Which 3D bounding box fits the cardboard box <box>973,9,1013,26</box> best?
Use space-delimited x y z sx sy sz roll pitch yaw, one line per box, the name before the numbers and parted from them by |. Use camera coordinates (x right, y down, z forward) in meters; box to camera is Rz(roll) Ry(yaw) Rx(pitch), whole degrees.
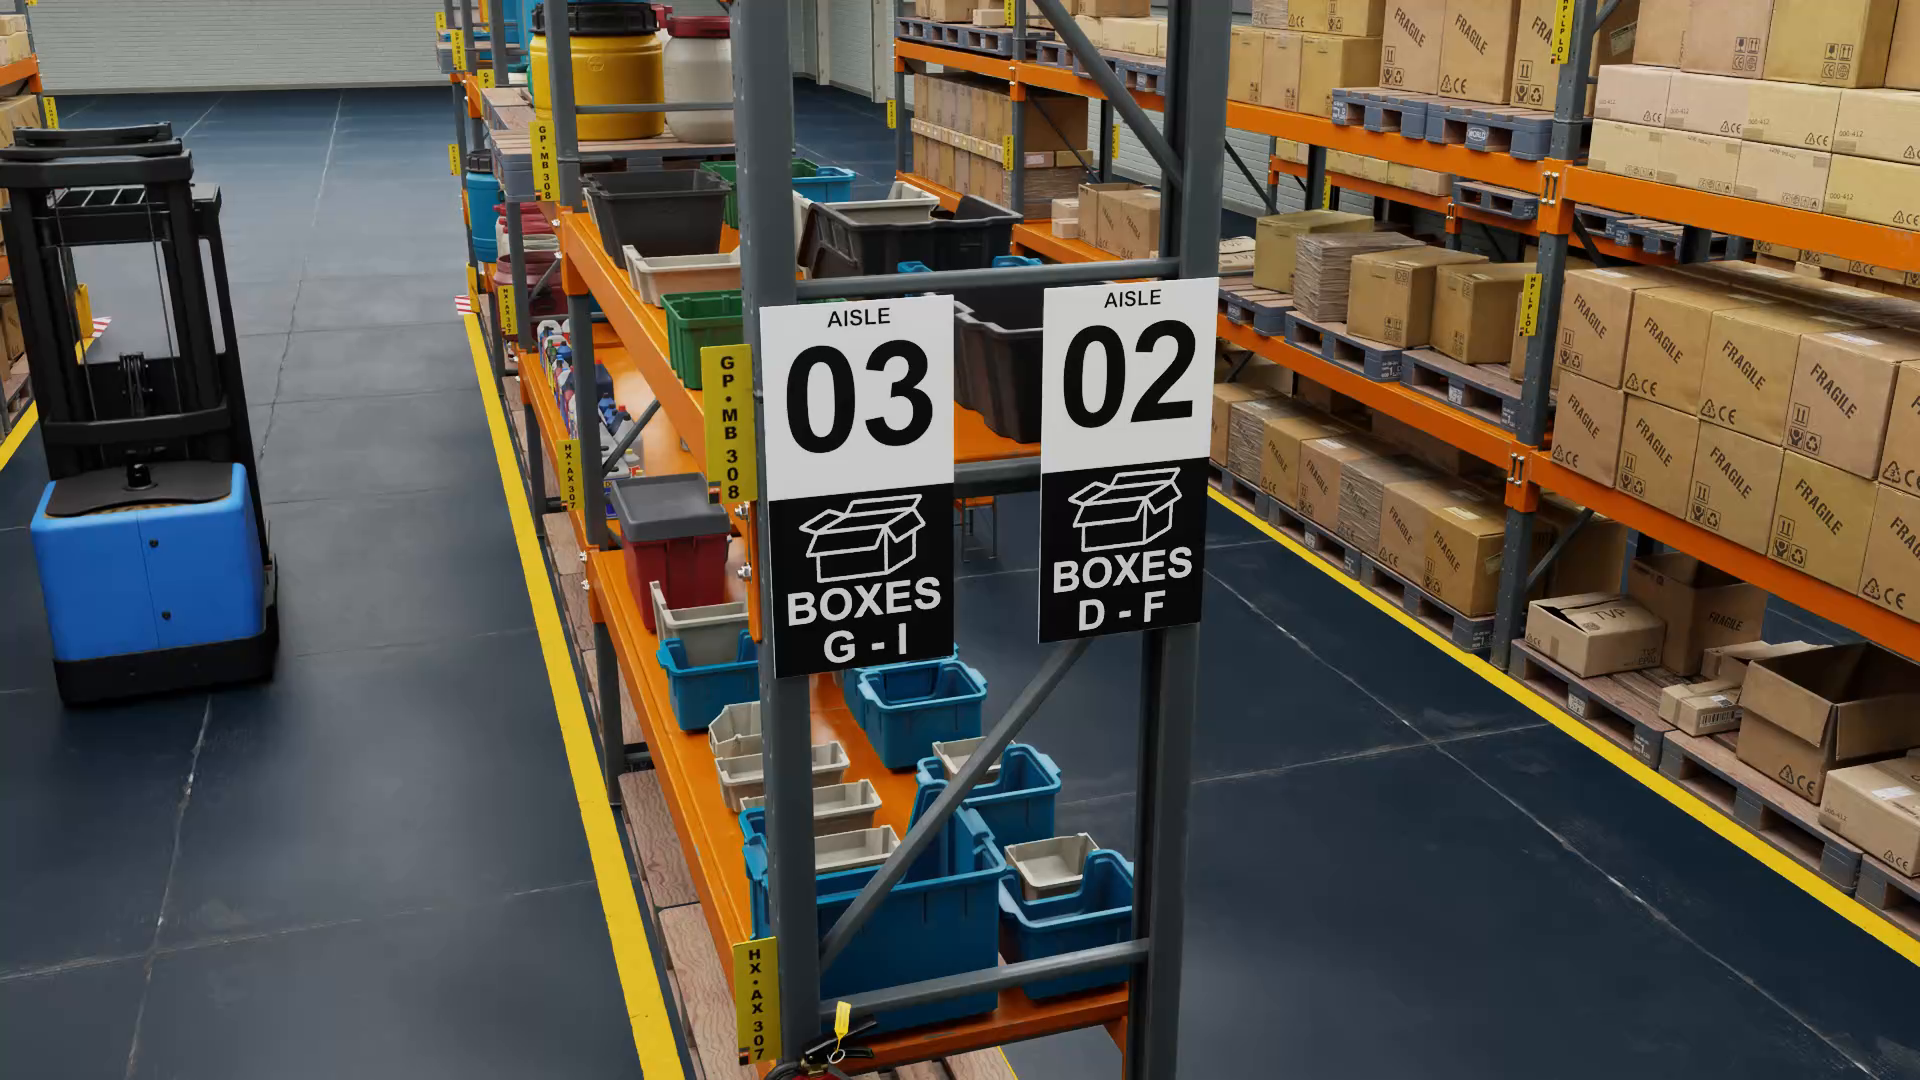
cardboard box | 0.348 -5.222 16.624 0.380 0.149 0.250 -6 21 -17

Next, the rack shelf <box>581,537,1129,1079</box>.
rack shelf | -0.574 0.766 5.912 1.077 0.370 4.000 -6 21 -17

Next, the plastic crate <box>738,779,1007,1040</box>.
plastic crate | -0.228 0.936 4.231 0.616 0.435 0.499 -6 21 -17

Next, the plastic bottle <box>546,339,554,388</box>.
plastic bottle | -2.486 -1.074 10.142 0.061 0.283 0.133 -6 21 -17

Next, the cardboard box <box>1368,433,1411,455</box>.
cardboard box | 3.094 -0.445 11.265 0.500 0.500 0.500 -7 21 -19

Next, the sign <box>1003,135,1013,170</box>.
sign | 0.460 -3.692 15.861 0.100 0.325 0.005 -6 21 -17

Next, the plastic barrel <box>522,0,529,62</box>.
plastic barrel | -3.145 -4.080 13.158 0.600 0.901 0.600 0 20 0

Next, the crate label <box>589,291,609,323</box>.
crate label | -2.515 -1.863 12.112 0.502 0.435 0.616 -6 21 -17

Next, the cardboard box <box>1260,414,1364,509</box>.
cardboard box | 2.438 -0.549 11.554 0.500 0.500 0.500 -7 21 -18

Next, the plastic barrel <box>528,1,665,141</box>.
plastic barrel | -1.682 -2.184 7.723 0.600 0.588 0.600 0 20 0

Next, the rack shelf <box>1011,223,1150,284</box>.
rack shelf | 1.615 -2.327 14.521 1.077 0.370 4.000 -6 21 -17

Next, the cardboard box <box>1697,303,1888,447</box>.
cardboard box | 3.706 -0.746 7.429 0.500 0.500 0.500 -7 21 -19

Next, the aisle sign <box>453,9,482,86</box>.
aisle sign | -5.275 -5.281 17.836 0.394 0.787 0.004 -6 21 -17

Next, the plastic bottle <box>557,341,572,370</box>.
plastic bottle | -2.417 -1.082 10.183 0.097 0.271 0.097 0 20 0

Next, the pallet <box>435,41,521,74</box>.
pallet | -4.036 -4.326 14.865 1.213 0.211 1.003 -6 21 -17

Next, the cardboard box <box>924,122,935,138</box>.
cardboard box | -0.189 -4.630 18.761 0.380 0.149 0.250 -6 21 -17

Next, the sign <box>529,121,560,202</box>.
sign | -1.725 -1.573 6.907 0.100 0.325 0.005 -6 21 -17

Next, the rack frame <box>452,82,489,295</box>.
rack frame | -4.974 -4.066 18.298 1.000 3.000 0.127 -6 21 -17

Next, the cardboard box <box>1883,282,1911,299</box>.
cardboard box | 7.260 -1.902 12.616 0.380 0.149 0.250 -6 21 -16

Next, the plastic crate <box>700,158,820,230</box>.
plastic crate | -0.782 -1.423 6.817 0.450 0.188 0.662 -6 21 -17

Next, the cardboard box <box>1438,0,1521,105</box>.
cardboard box | 3.181 -2.825 9.489 0.600 0.600 0.600 -7 21 -18

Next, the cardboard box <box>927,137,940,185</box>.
cardboard box | 0.034 -4.319 18.855 0.700 0.500 0.500 -6 21 -16

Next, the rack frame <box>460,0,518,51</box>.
rack frame | -3.717 -5.605 13.710 1.000 3.000 0.127 -6 21 -17

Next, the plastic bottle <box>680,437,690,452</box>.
plastic bottle | -1.422 -0.626 8.907 0.152 0.276 0.135 -6 21 -17

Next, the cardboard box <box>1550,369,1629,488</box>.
cardboard box | 3.403 -0.594 8.486 0.500 0.500 0.500 -6 21 -16

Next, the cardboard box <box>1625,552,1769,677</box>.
cardboard box | 3.950 0.382 8.962 0.500 0.500 0.500 -6 21 -17

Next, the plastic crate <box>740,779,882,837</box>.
plastic crate | -0.451 0.828 4.976 0.396 0.136 0.243 -6 21 -17

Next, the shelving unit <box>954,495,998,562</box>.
shelving unit | 0.052 -0.512 11.066 0.258 1.200 0.503 -6 21 -17

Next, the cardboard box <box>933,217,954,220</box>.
cardboard box | 0.015 -3.332 18.593 0.500 0.500 0.500 -6 21 -17

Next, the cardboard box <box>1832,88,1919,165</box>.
cardboard box | 3.881 -1.651 6.622 0.500 0.250 0.500 -6 21 -17

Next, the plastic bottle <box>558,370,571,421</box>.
plastic bottle | -2.194 -0.822 9.450 0.152 0.276 0.135 -6 21 -17

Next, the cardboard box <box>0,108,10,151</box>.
cardboard box | -8.802 -3.565 14.837 0.500 0.500 0.500 -6 21 -17

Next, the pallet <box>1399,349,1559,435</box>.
pallet | 3.354 -0.918 9.818 1.003 0.211 1.213 -6 21 -17

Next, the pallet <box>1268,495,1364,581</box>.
pallet | 2.822 -0.077 11.318 1.003 0.211 1.213 -6 21 -17

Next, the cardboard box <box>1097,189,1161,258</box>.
cardboard box | 1.536 -2.776 14.560 0.500 0.500 0.500 -6 21 -17

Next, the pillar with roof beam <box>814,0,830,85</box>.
pillar with roof beam | -8.044 -16.979 45.375 9.100 9.000 0.400 -6 21 -17

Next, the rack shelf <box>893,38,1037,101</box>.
rack shelf | 0.358 -5.022 17.588 1.077 0.370 4.000 -6 21 -17

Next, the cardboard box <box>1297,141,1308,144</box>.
cardboard box | 4.442 -5.065 20.164 0.500 0.500 0.500 -6 21 -17

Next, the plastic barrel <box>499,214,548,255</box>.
plastic barrel | -3.394 -2.280 13.126 0.433 0.535 0.433 0 20 0

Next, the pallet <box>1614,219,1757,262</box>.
pallet | 6.620 -2.678 14.719 1.213 0.211 1.003 -6 21 -17

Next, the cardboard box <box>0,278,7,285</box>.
cardboard box | -9.496 -2.358 16.622 0.500 0.500 0.500 -3 20 -7

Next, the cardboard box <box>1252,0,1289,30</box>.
cardboard box | 2.375 -3.812 11.528 0.500 0.500 0.500 -6 21 -17

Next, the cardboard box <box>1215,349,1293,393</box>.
cardboard box | 2.358 -1.390 13.467 0.500 0.311 0.500 -6 21 -15

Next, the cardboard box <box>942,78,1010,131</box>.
cardboard box | 0.210 -4.750 18.137 0.700 0.500 0.500 -6 21 -17

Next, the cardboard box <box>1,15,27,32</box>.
cardboard box | -9.292 -5.012 16.128 0.380 0.149 0.250 -6 21 -17

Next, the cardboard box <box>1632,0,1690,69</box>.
cardboard box | 3.690 -2.517 7.923 0.700 0.500 0.500 -6 21 -17

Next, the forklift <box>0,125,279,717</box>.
forklift | -4.749 -0.921 9.644 1.130 2.935 3.031 -7 21 -20

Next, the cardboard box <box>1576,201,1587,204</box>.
cardboard box | 6.221 -3.534 16.019 0.700 0.500 0.500 -4 20 -10

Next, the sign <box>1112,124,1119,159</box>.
sign | 1.499 -3.876 16.173 0.100 0.325 0.005 -6 21 -17

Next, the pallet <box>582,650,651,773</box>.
pallet | -1.405 0.846 8.750 1.003 0.211 1.213 -6 21 -17

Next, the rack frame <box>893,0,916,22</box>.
rack frame | -0.271 -7.414 18.746 1.000 3.000 0.127 -6 21 -17

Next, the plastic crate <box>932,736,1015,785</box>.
plastic crate | 0.054 0.721 5.273 0.250 0.136 0.298 -6 21 -17

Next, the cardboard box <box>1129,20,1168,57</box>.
cardboard box | 1.697 -4.053 13.426 0.500 0.250 0.500 -7 21 -18

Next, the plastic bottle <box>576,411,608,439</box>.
plastic bottle | -1.906 -0.528 8.631 0.152 0.276 0.135 -6 21 -17

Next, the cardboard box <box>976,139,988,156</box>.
cardboard box | 0.380 -4.051 17.149 0.380 0.149 0.250 -6 21 -17

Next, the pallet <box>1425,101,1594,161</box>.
pallet | 3.363 -2.280 9.167 1.213 0.211 1.003 -6 21 -17

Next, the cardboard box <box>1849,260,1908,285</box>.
cardboard box | 7.166 -2.236 12.587 0.500 0.500 0.500 -6 21 -17

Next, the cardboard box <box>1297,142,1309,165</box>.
cardboard box | 4.460 -4.702 20.261 0.500 0.250 0.500 -7 21 -19

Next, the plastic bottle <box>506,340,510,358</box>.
plastic bottle | -4.181 -1.830 15.442 0.061 0.283 0.133 -5 20 -14
